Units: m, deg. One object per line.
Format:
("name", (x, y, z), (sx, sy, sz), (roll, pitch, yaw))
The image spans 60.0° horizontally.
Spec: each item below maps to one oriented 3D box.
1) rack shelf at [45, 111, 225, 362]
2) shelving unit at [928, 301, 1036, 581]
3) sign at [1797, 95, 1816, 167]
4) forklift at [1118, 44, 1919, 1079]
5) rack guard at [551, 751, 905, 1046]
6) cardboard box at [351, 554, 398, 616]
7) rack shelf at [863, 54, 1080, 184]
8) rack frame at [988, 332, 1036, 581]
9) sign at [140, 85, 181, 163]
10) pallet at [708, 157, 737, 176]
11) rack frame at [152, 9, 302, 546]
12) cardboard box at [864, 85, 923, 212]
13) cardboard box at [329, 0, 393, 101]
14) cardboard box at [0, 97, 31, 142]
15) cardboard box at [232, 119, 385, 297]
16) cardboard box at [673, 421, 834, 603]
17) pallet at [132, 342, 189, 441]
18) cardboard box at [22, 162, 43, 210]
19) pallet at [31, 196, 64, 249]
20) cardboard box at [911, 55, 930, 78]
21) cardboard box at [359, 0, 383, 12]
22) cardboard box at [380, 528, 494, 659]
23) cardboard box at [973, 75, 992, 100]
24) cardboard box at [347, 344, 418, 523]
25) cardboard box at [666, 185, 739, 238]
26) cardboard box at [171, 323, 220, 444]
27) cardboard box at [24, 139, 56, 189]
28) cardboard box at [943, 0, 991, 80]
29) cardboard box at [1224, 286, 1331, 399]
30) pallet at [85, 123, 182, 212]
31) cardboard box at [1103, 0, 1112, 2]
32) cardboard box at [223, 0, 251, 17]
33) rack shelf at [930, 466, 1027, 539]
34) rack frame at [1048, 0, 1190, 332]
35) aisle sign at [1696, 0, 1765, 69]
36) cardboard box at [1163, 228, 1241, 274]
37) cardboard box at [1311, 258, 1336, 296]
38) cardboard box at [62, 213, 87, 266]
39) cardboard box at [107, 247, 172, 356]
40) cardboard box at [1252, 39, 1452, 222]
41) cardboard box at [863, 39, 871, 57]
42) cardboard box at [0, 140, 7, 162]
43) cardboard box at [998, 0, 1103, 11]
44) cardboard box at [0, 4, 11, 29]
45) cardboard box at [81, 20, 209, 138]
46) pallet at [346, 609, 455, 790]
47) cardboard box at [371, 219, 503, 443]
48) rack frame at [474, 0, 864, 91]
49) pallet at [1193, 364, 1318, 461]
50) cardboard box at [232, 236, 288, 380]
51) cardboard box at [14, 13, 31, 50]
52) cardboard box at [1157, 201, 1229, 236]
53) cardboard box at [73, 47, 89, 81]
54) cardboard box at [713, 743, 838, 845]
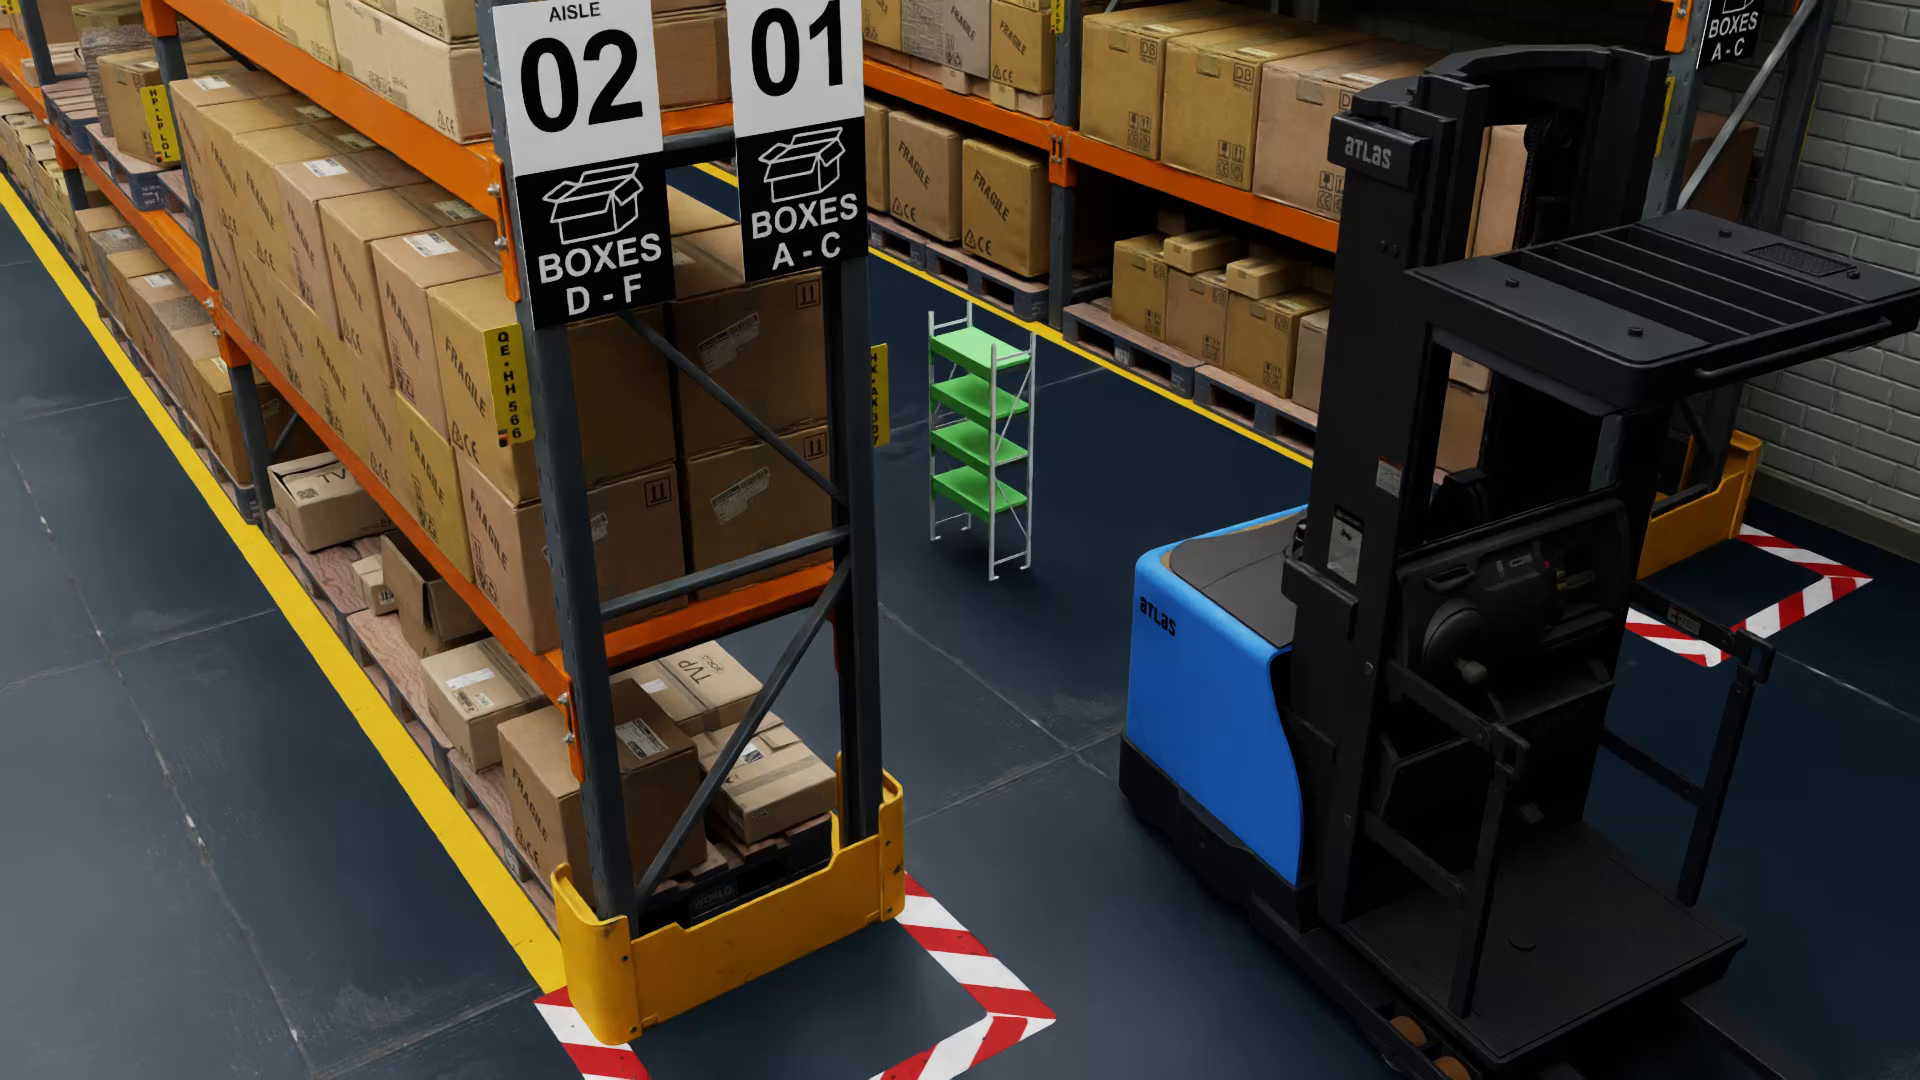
("rack shelf", (-4.179, -1.912, 9.382), (1.077, 0.370, 4.000), (-19, 34, -31))
("shelving unit", (0.096, -0.463, 7.845), (0.258, 1.200, 0.503), (-19, 34, -31))
("sign", (3.790, -1.835, 7.496), (0.100, 0.325, 0.005), (-19, 34, -31))
("forklift", (1.773, 0.199, 4.812), (1.130, 2.935, 3.031), (-15, 32, -26))
("rack guard", (-0.743, 1.173, 5.566), (1.175, 0.500, 0.348), (-19, 34, -31))
("cardboard box", (-2.442, 0.157, 7.325), (0.380, 0.166, 0.250), (-19, 34, -31))
("rack shelf", (-0.146, -3.285, 11.910), (1.077, 0.370, 4.000), (-19, 34, -31))
("rack frame", (0.238, -0.368, 7.670), (0.240, 1.200, 0.015), (-19, 34, -31))
("sign", (-3.469, -1.805, 7.217), (0.100, 0.325, 0.005), (-19, 34, -31))
("pallet", (-1.758, -3.458, 14.395), (1.003, 0.211, 1.213), (-19, 34, -31))
("rack frame", (-3.019, -1.451, 7.779), (1.000, 3.000, 0.127), (-19, 34, -31))
("cardboard box", (-0.484, -2.954, 12.359), (0.750, 0.750, 0.750), (-19, 34, -31))
("cardboard box", (-1.493, -1.472, 4.832), (0.500, 0.250, 0.500), (-19, 34, -31))
("cardboard box", (-7.337, -3.358, 13.144), (0.500, 0.311, 0.500), (-19, 34, -31))
("cardboard box", (-2.378, -1.273, 6.298), (0.500, 0.500, 0.500), (-20, 34, -32))
("cardboard box", (-0.742, -0.185, 5.344), (0.500, 0.500, 0.500), (-18, 33, -30))
("pallet", (-4.234, -1.006, 9.881), (1.003, 0.211, 1.213), (-19, 34, -31))
("cardboard box", (-6.735, -2.714, 12.546), (0.500, 0.250, 0.500), (-18, 33, -30))
("pallet", (-6.489, -2.585, 12.789), (1.003, 0.211, 1.213), (-19, 34, -31))
("cardboard box", (-0.114, -3.281, 11.391), (0.380, 0.149, 0.250), (-20, 34, -32))
("cardboard box", (-1.495, -1.691, 4.712), (0.500, 0.250, 0.500), (-19, 34, -31))
("cardboard box", (-1.925, 0.182, 6.927), (0.797, 0.503, 0.637), (-19, 34, -31))
("cardboard box", (0.308, -2.980, 10.836), (0.380, 0.149, 0.250), (-18, 33, -29))
("cardboard box", (-1.769, -0.435, 5.803), (0.500, 0.500, 0.500), (-18, 34, -30))
("cardboard box", (-1.051, -0.826, 5.475), (0.500, 0.500, 0.500), (-18, 33, -30))
("cardboard box", (-3.819, -0.853, 8.836), (0.500, 0.500, 0.500), (-19, 34, -30))
("cardboard box", (-6.441, -2.761, 12.045), (0.500, 0.311, 0.500), (-19, 34, -31))
("cardboard box", (0.237, -3.312, 10.769), (0.500, 0.500, 0.500), (-18, 34, -30))
("cardboard box", (1.949, -1.194, 9.485), (0.700, 0.500, 0.500), (-18, 33, -30))
("pallet", (-4.208, -2.167, 9.298), (1.003, 0.211, 1.213), (-19, 34, -31))
("cardboard box", (0.959, -3.588, 10.490), (0.500, 0.250, 0.500), (-18, 33, -29))
("cardboard box", (-2.363, -2.055, 5.906), (0.500, 0.250, 0.500), (-19, 34, -31))
("rack shelf", (0.096, -0.196, 7.990), (0.258, 0.148, 0.480), (-19, 34, -31))
("rack frame", (1.014, -2.824, 10.306), (1.000, 3.000, 0.127), (-19, 34, -31))
("aisle sign", (3.131, -2.300, 6.618), (0.394, 0.787, 0.004), (-19, 34, -31))
("cardboard box", (1.414, -1.692, 9.722), (0.380, 0.149, 0.250), (-18, 33, -29))
("cardboard box", (2.199, -1.482, 9.335), (0.380, 0.149, 0.250), (-19, 34, -31))
("cardboard box", (-5.843, -2.119, 11.450), (0.500, 0.250, 0.500), (-18, 33, -29))
("cardboard box", (-4.713, -1.446, 9.929), (0.500, 0.500, 0.500), (-19, 34, -31))
("cardboard box", (2.164, -2.175, 8.797), (0.980, 0.700, 0.700), (-21, 35, -33))
("cardboard box", (-0.535, -3.593, 11.964), (0.380, 0.149, 0.250), (-18, 33, -30))
("cardboard box", (-7.627, -3.312, 13.646), (0.500, 0.250, 0.500), (-20, 34, -32))
("cardboard box", (0.535, -3.448, 10.232), (0.500, 0.250, 0.500), (-18, 33, -29))
("cardboard box", (-7.312, -4.050, 12.827), (0.380, 0.149, 0.250), (-19, 34, -31))
("cardboard box", (-4.507, -2.612, 9.373), (0.700, 0.500, 0.500), (-12, 31, -21))
("pallet", (-1.910, 0.516, 7.078), (1.003, 0.211, 1.213), (-19, 34, -31))
("cardboard box", (-1.475, -0.672, 5.193), (0.500, 0.500, 0.500), (-18, 33, -29))
("rack frame", (-0.699, -2.532, 3.484), (1.000, 3.000, 0.127), (-19, 34, -31))
("pallet", (2.103, -0.806, 9.514), (1.003, 0.211, 1.213), (-19, 34, -31))
("cardboard box", (-2.646, -1.023, 6.886), (0.500, 0.500, 0.500), (-18, 33, -30))
("cardboard box", (-6.631, -3.902, 12.188), (0.500, 0.500, 0.500), (-19, 34, -31))
("cardboard box", (1.442, -1.987, 10.265), (0.380, 0.149, 0.250), (-19, 34, -31))
("cardboard box", (-5.515, -3.120, 10.946), (0.500, 0.311, 0.500), (-16, 33, -28))
("cardboard box", (-0.662, 0.906, 5.966), (0.380, 0.149, 0.250), (-19, 34, -31))
